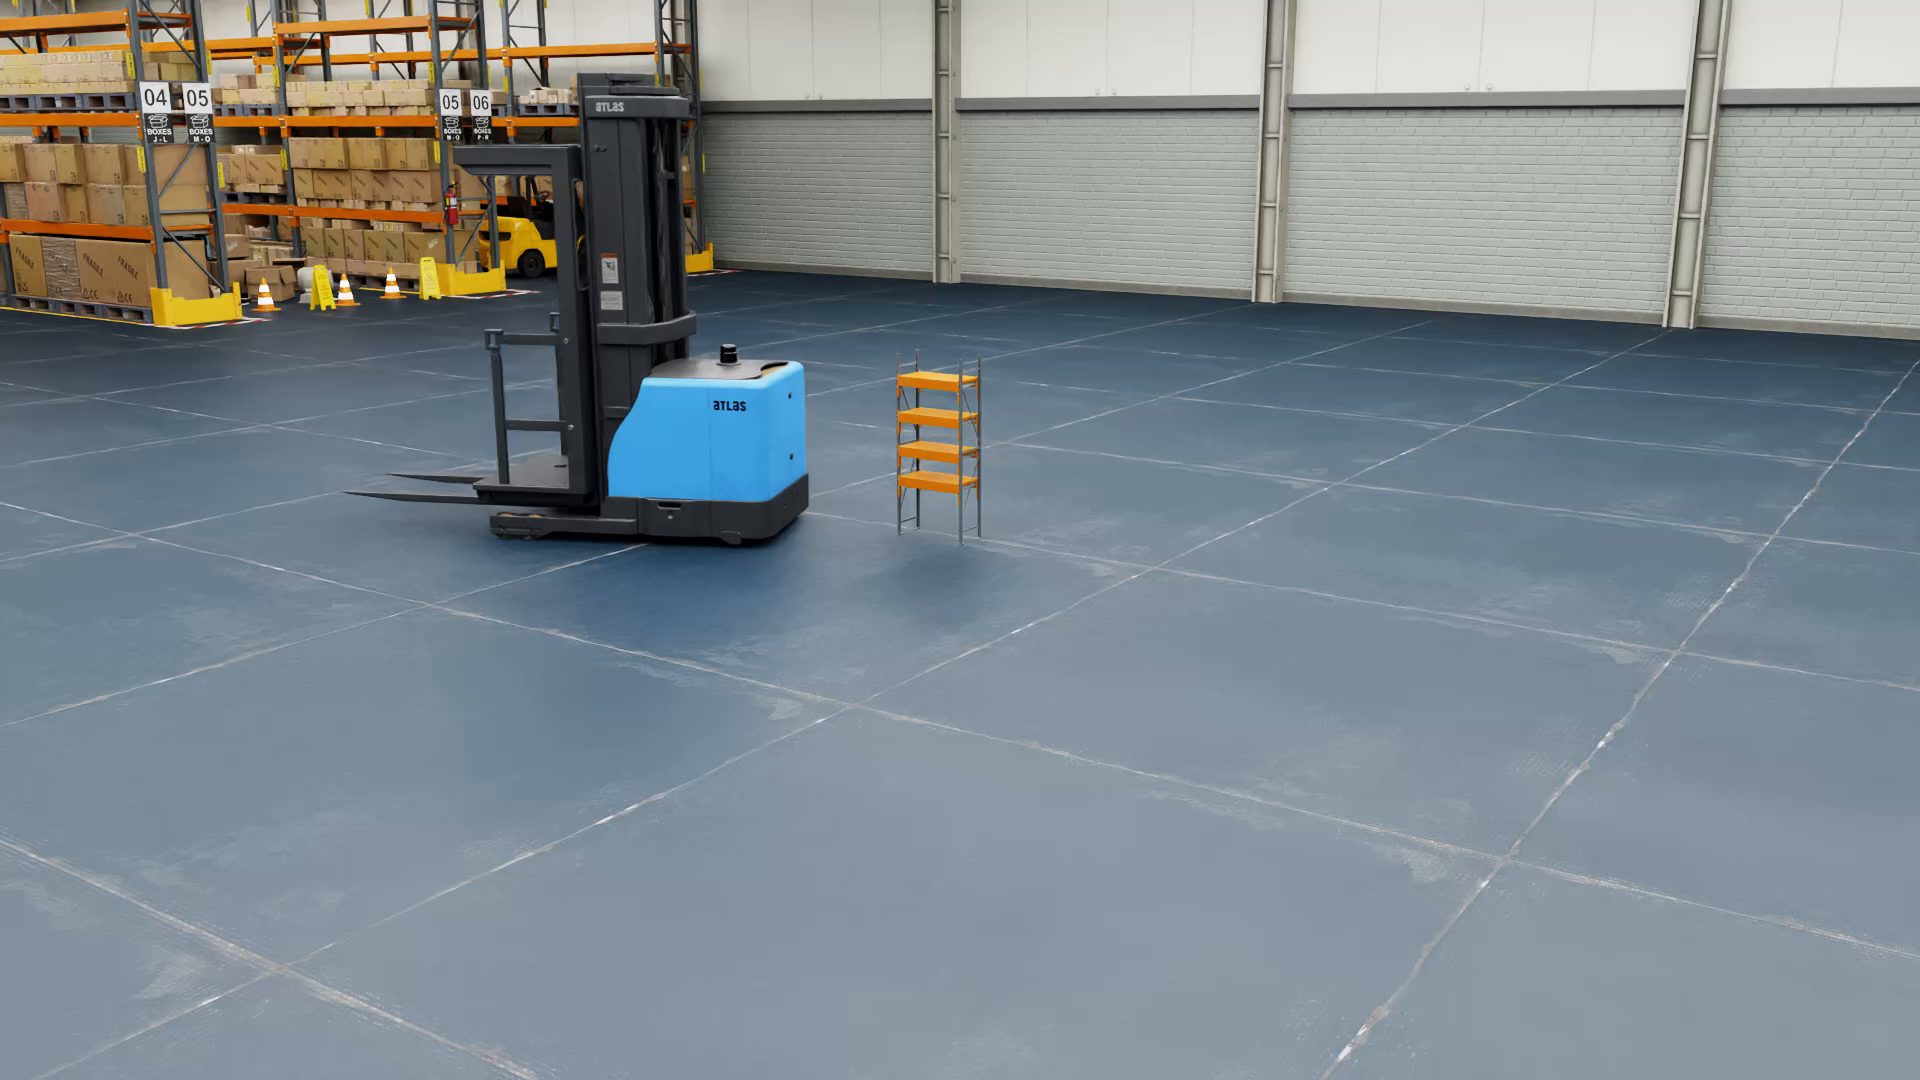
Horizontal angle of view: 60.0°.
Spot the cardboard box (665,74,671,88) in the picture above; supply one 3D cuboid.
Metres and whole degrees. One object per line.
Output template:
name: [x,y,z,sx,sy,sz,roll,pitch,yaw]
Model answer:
cardboard box: [-5.632,-8.249,30.373,0.500,0.500,0.500,10,17,35]

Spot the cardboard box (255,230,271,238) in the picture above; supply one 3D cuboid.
cardboard box: [-15.713,-6.927,37.623,0.250,0.149,0.380,9,16,31]

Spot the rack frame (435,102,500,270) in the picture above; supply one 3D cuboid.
rack frame: [-7.896,-5.492,26.765,0.127,3.000,1.000,9,17,33]

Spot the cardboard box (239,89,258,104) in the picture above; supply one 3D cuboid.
cardboard box: [-12.198,-7.733,29.017,0.500,0.250,0.500,9,17,33]

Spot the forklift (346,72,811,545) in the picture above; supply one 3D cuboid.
forklift: [-2.591,-1.543,10.957,3.031,2.935,1.130,2,14,10]

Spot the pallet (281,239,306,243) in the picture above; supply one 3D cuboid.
pallet: [-14.390,-6.636,37.191,1.213,0.211,1.003,9,17,33]

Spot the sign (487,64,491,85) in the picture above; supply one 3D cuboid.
sign: [-7.594,-7.480,26.736,0.005,0.325,0.100,9,17,33]

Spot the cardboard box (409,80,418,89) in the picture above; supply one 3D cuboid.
cardboard box: [-8.534,-7.241,26.455,0.250,0.149,0.380,10,17,34]

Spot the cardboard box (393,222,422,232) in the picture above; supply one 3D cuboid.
cardboard box: [-9.049,-5.131,27.245,0.250,0.149,0.380,10,17,34]

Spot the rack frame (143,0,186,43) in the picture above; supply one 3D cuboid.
rack frame: [-18.406,-11.540,38.712,0.127,3.000,1.000,9,17,33]

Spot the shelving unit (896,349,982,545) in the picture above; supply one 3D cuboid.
shelving unit: [-0.137,-0.605,10.769,0.503,1.200,0.258,9,17,33]

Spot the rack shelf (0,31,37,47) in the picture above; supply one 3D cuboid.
rack shelf: [-15.554,-7.664,25.387,4.000,0.370,1.077,9,17,33]

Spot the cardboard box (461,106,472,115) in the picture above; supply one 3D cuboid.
cardboard box: [-7.990,-6.935,26.876,0.250,0.149,0.380,9,17,33]

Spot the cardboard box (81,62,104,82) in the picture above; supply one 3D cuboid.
cardboard box: [-11.552,-6.348,22.594,0.500,0.250,0.500,9,17,33]

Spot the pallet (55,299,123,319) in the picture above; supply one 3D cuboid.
pallet: [-12.290,-3.393,24.090,1.213,0.211,1.003,9,17,33]

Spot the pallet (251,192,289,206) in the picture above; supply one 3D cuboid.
pallet: [-11.768,-6.066,29.486,1.213,0.211,1.003,9,17,33]

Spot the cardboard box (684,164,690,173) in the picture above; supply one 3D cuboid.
cardboard box: [-5.266,-6.942,31.068,0.250,0.149,0.380,9,16,31]

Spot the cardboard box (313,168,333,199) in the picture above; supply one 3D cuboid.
cardboard box: [-10.576,-6.044,28.168,0.500,0.500,0.500,9,17,33]

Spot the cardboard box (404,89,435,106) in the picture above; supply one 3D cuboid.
cardboard box: [-8.471,-7.034,26.447,0.500,0.250,0.500,9,16,32]

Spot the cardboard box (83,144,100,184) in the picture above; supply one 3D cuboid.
cardboard box: [-11.758,-5.303,23.444,0.550,0.550,0.875,9,17,33]

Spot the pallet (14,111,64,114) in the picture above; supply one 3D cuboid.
pallet: [-18.527,-8.626,33.368,1.213,0.211,1.003,9,17,33]

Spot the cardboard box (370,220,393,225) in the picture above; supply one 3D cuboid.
cardboard box: [-12.238,-6.559,35.405,0.500,0.500,0.500,10,17,34]

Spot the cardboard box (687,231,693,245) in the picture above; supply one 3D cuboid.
cardboard box: [-5.403,-5.698,31.407,0.500,0.250,0.500,10,17,34]

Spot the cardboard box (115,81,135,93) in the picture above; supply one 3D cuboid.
cardboard box: [-11.040,-6.055,22.237,0.250,0.149,0.380,9,17,33]

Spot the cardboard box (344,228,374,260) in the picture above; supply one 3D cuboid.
cardboard box: [-9.996,-4.989,28.022,0.500,0.500,0.500,10,17,36]

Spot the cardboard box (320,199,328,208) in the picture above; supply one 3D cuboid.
cardboard box: [-10.657,-5.747,28.318,0.250,0.149,0.380,9,17,33]

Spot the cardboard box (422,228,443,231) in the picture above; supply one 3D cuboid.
cardboard box: [-8.868,-4.960,27.906,0.500,0.500,0.500,8,16,31]

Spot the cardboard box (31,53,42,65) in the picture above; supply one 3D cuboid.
cardboard box: [-12.725,-6.714,23.242,0.250,0.149,0.380,9,17,33]

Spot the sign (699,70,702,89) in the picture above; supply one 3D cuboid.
sign: [-4.814,-8.510,30.734,0.005,0.325,0.100,9,17,33]

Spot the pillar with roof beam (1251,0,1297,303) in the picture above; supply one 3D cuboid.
pillar with roof beam: [2.351,-7.199,21.179,0.400,9.000,9.100,9,17,33]

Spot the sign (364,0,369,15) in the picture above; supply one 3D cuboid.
sign: [-12.062,-10.849,33.814,0.005,0.325,0.100,9,17,33]

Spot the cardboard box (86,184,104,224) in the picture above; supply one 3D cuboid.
cardboard box: [-11.771,-4.774,23.554,0.550,0.550,0.875,9,17,33]

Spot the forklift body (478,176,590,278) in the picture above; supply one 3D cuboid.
forklift body: [-7.721,-5.960,30.425,1.214,2.155,2.313,9,17,33]

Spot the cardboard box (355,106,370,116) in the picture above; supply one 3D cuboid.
cardboard box: [-9.648,-7.015,27.199,0.250,0.149,0.380,9,16,32]

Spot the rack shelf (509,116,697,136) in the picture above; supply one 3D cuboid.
rack shelf: [-6.789,-7.857,31.574,4.000,0.370,1.077,9,17,33]

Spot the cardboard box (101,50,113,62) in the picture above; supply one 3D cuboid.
cardboard box: [-11.250,-6.476,22.280,0.250,0.149,0.380,9,17,33]

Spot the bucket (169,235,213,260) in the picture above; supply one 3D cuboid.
bucket: [-12.495,-4.618,26.884,0.726,0.611,0.620,-10,7,-35]

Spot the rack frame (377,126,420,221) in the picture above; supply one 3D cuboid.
rack frame: [-11.767,-7.555,35.099,0.127,3.000,1.000,9,17,33]

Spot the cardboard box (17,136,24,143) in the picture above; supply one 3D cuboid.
cardboard box: [-18.646,-8.020,33.339,0.250,0.149,0.380,9,17,33]

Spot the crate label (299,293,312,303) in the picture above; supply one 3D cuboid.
crate label: [-9.997,-3.729,25.600,0.298,0.136,0.250,1,14,4]

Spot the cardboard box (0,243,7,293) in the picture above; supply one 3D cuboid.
cardboard box: [-14.459,-4.205,25.374,0.750,0.750,1.050,9,17,33]

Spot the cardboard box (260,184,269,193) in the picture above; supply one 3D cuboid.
cardboard box: [-12.005,-6.163,29.125,0.250,0.149,0.380,9,16,31]

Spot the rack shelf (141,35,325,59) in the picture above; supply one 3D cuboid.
rack shelf: [-12.875,-8.665,29.429,4.000,0.370,1.077,9,17,33]

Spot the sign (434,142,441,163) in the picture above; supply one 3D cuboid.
sign: [-8.223,-6.099,26.151,0.005,0.325,0.100,9,17,33]

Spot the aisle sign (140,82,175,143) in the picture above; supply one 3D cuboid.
aisle sign: [-10.684,-5.684,22.131,0.004,0.787,0.394,9,17,33]

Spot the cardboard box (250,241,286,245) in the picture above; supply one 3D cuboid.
cardboard box: [-12.828,-5.215,30.241,0.625,0.372,0.950,10,17,35]

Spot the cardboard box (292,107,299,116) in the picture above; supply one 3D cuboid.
cardboard box: [-11.092,-7.270,28.231,0.250,0.149,0.380,9,16,32]

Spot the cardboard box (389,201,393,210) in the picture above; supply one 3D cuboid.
cardboard box: [-9.164,-5.518,27.396,0.250,0.149,0.380,9,17,34]

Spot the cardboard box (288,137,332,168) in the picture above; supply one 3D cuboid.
cardboard box: [-10.971,-6.604,28.351,0.500,0.500,0.700,9,17,32]

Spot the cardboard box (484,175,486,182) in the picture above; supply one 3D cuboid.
cardboard box: [-9.429,-7.270,33.223,0.500,0.250,0.500,9,16,31]

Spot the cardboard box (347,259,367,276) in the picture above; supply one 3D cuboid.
cardboard box: [-9.986,-4.624,28.109,0.500,0.250,0.500,9,16,32]

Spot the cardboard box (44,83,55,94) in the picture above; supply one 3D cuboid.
cardboard box: [-12.520,-6.293,23.202,0.250,0.149,0.380,9,17,34]

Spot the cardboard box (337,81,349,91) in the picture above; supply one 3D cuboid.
cardboard box: [-10.025,-7.478,27.411,0.250,0.149,0.380,9,16,32]

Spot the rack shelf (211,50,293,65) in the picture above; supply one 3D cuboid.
rack shelf: [-16.746,-10.921,37.715,4.000,0.370,1.077,9,17,33]
